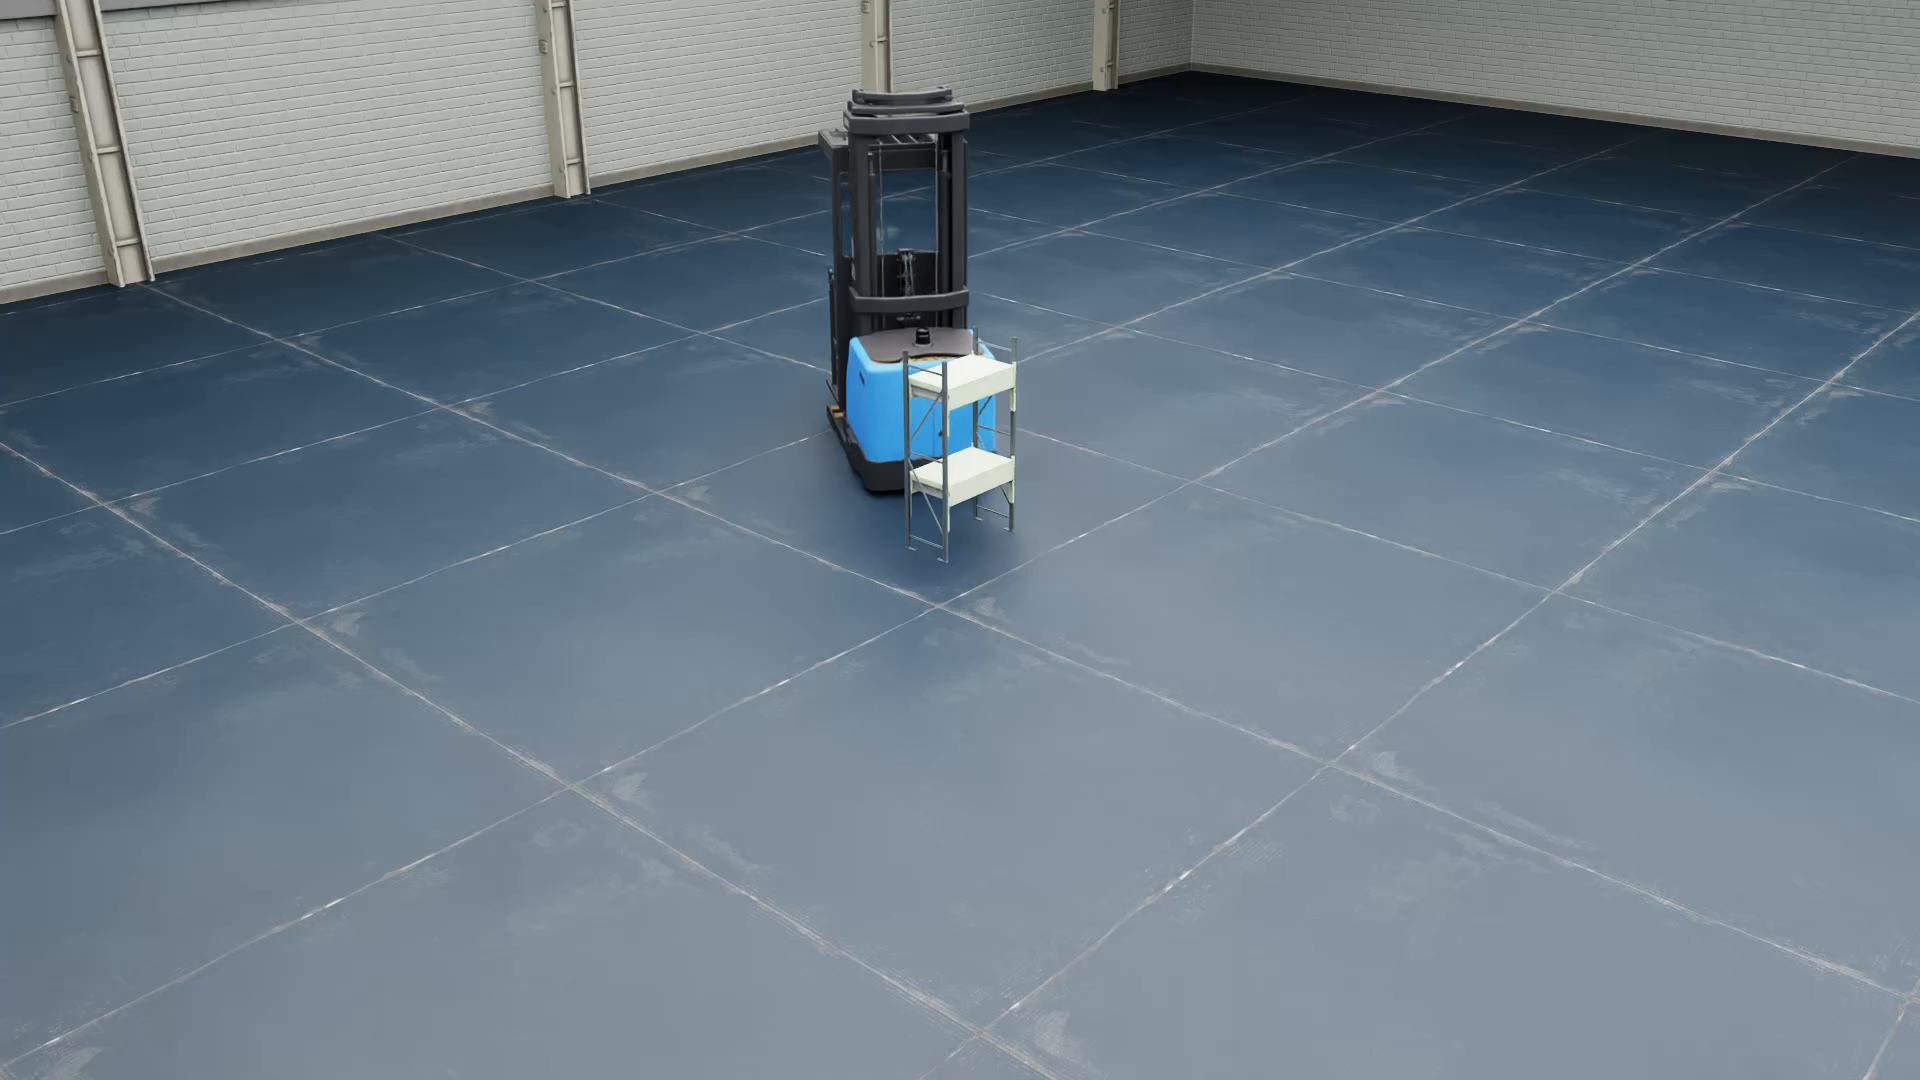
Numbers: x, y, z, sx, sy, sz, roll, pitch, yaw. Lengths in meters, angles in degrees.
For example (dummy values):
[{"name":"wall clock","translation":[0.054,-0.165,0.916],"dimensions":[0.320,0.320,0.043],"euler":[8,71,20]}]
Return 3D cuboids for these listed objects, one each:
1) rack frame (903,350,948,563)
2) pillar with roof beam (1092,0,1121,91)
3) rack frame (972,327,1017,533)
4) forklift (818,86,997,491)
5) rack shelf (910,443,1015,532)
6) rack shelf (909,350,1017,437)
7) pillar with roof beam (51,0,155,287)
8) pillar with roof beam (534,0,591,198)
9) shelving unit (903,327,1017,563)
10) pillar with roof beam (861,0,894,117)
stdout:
[{"name":"rack frame","translation":[-0.240,-0.575,11.670],"dimensions":[0.400,1.500,0.023],"euler":[20,31,38]},{"name":"pillar with roof beam","translation":[5.899,-11.327,26.485],"dimensions":[9.100,9.000,0.400],"euler":[20,31,38]},{"name":"rack frame","translation":[0.249,-0.798,12.168],"dimensions":[0.400,1.500,0.023],"euler":[20,31,38]},{"name":"forklift","translation":[-0.538,-2.293,13.753],"dimensions":[1.130,2.935,3.031],"euler":[-5,25,-12]},{"name":"rack shelf","translation":[0.004,-0.389,12.052],"dimensions":[0.431,0.370,0.720],"euler":[20,31,38]},{"name":"rack shelf","translation":[0.004,-1.042,11.759],"dimensions":[0.431,0.370,0.720],"euler":[20,31,38]},{"name":"pillar with roof beam","translation":[-6.114,-5.843,14.253],"dimensions":[9.100,9.000,0.400],"euler":[20,31,38]},{"name":"pillar with roof beam","translation":[-2.110,-7.671,18.330],"dimensions":[9.100,9.000,0.400],"euler":[20,31,38]},{"name":"shelving unit","translation":[0.004,-0.686,11.919],"dimensions":[0.431,1.500,0.755],"euler":[20,31,38]},{"name":"pillar with roof beam","translation":[1.894,-9.499,22.408],"dimensions":[9.100,9.000,0.400],"euler":[20,31,38]}]
